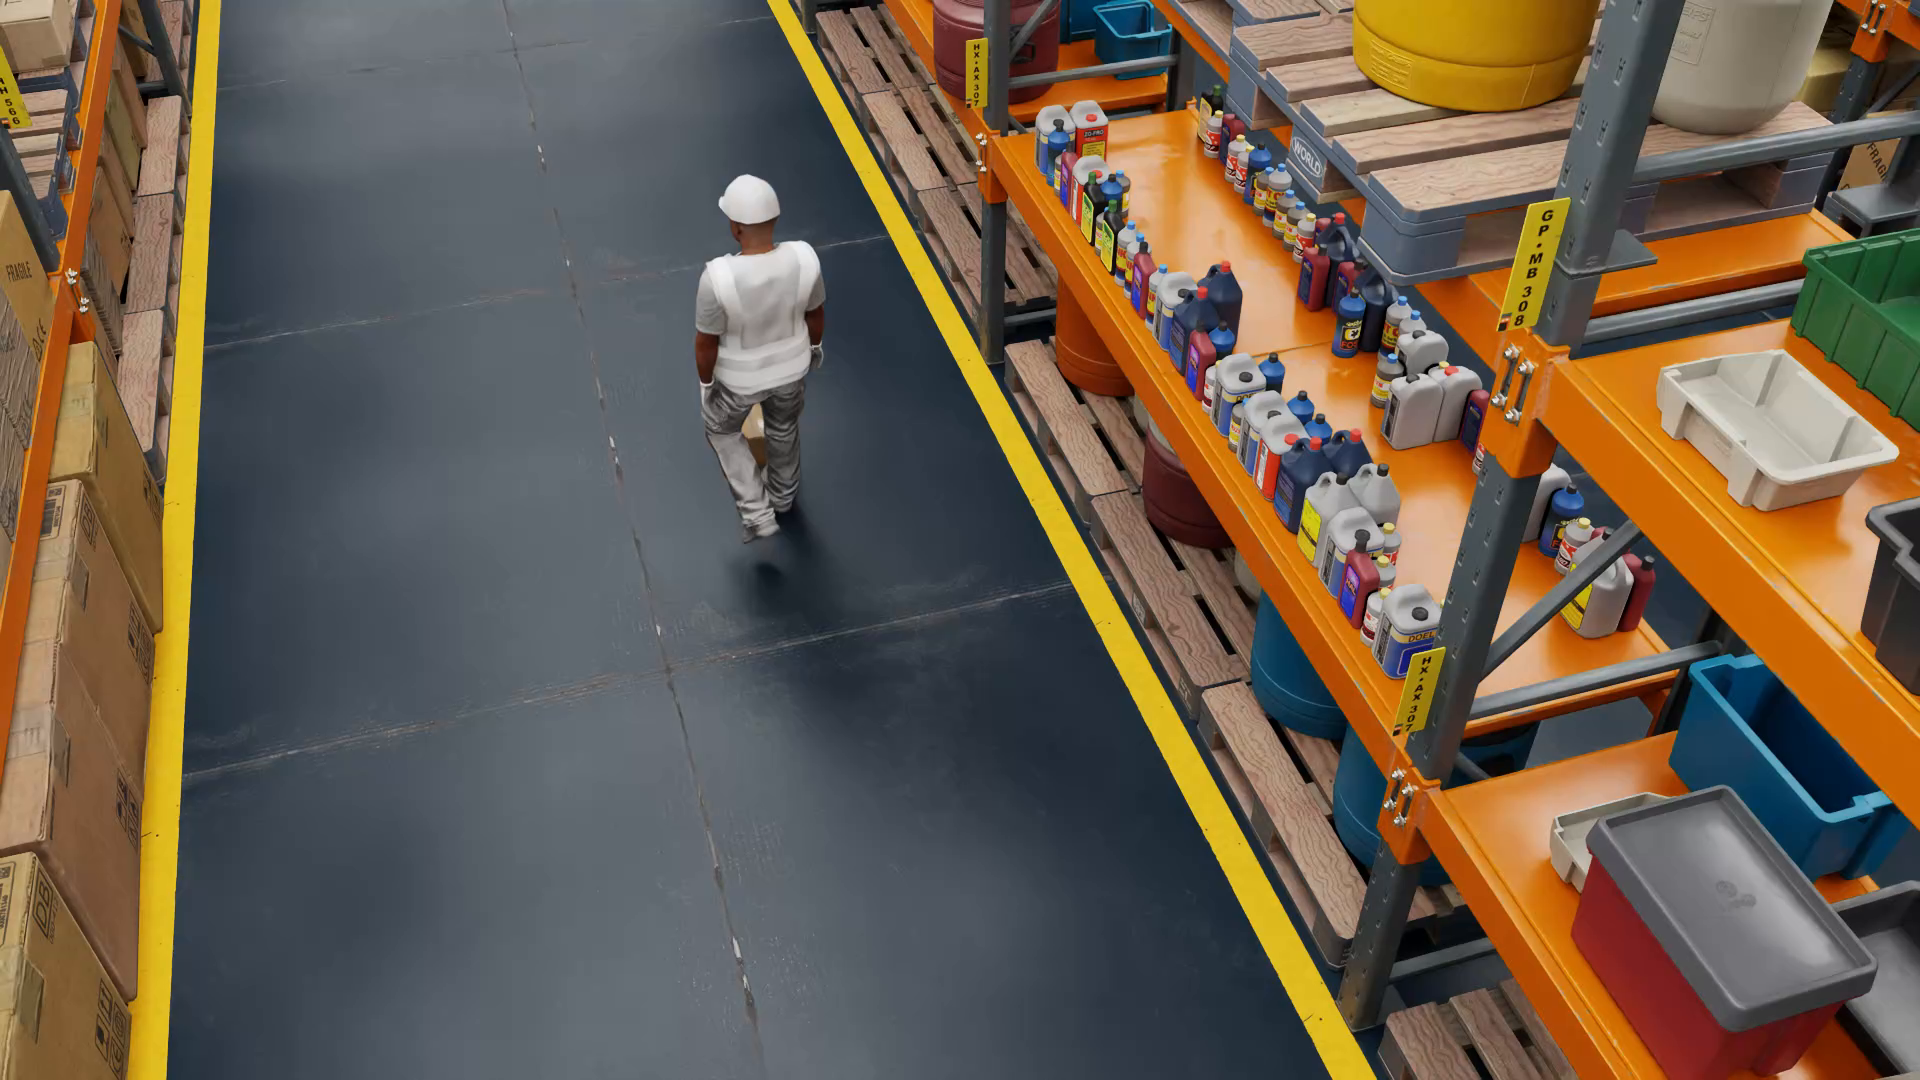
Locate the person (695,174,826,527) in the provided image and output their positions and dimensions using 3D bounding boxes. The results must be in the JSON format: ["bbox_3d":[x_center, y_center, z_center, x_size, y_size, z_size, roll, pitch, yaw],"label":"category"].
[{"bbox_3d":[-0.810,-0.731,6.898,0.581,1.722,0.498,-17,45,-18],"label":"person"}]
